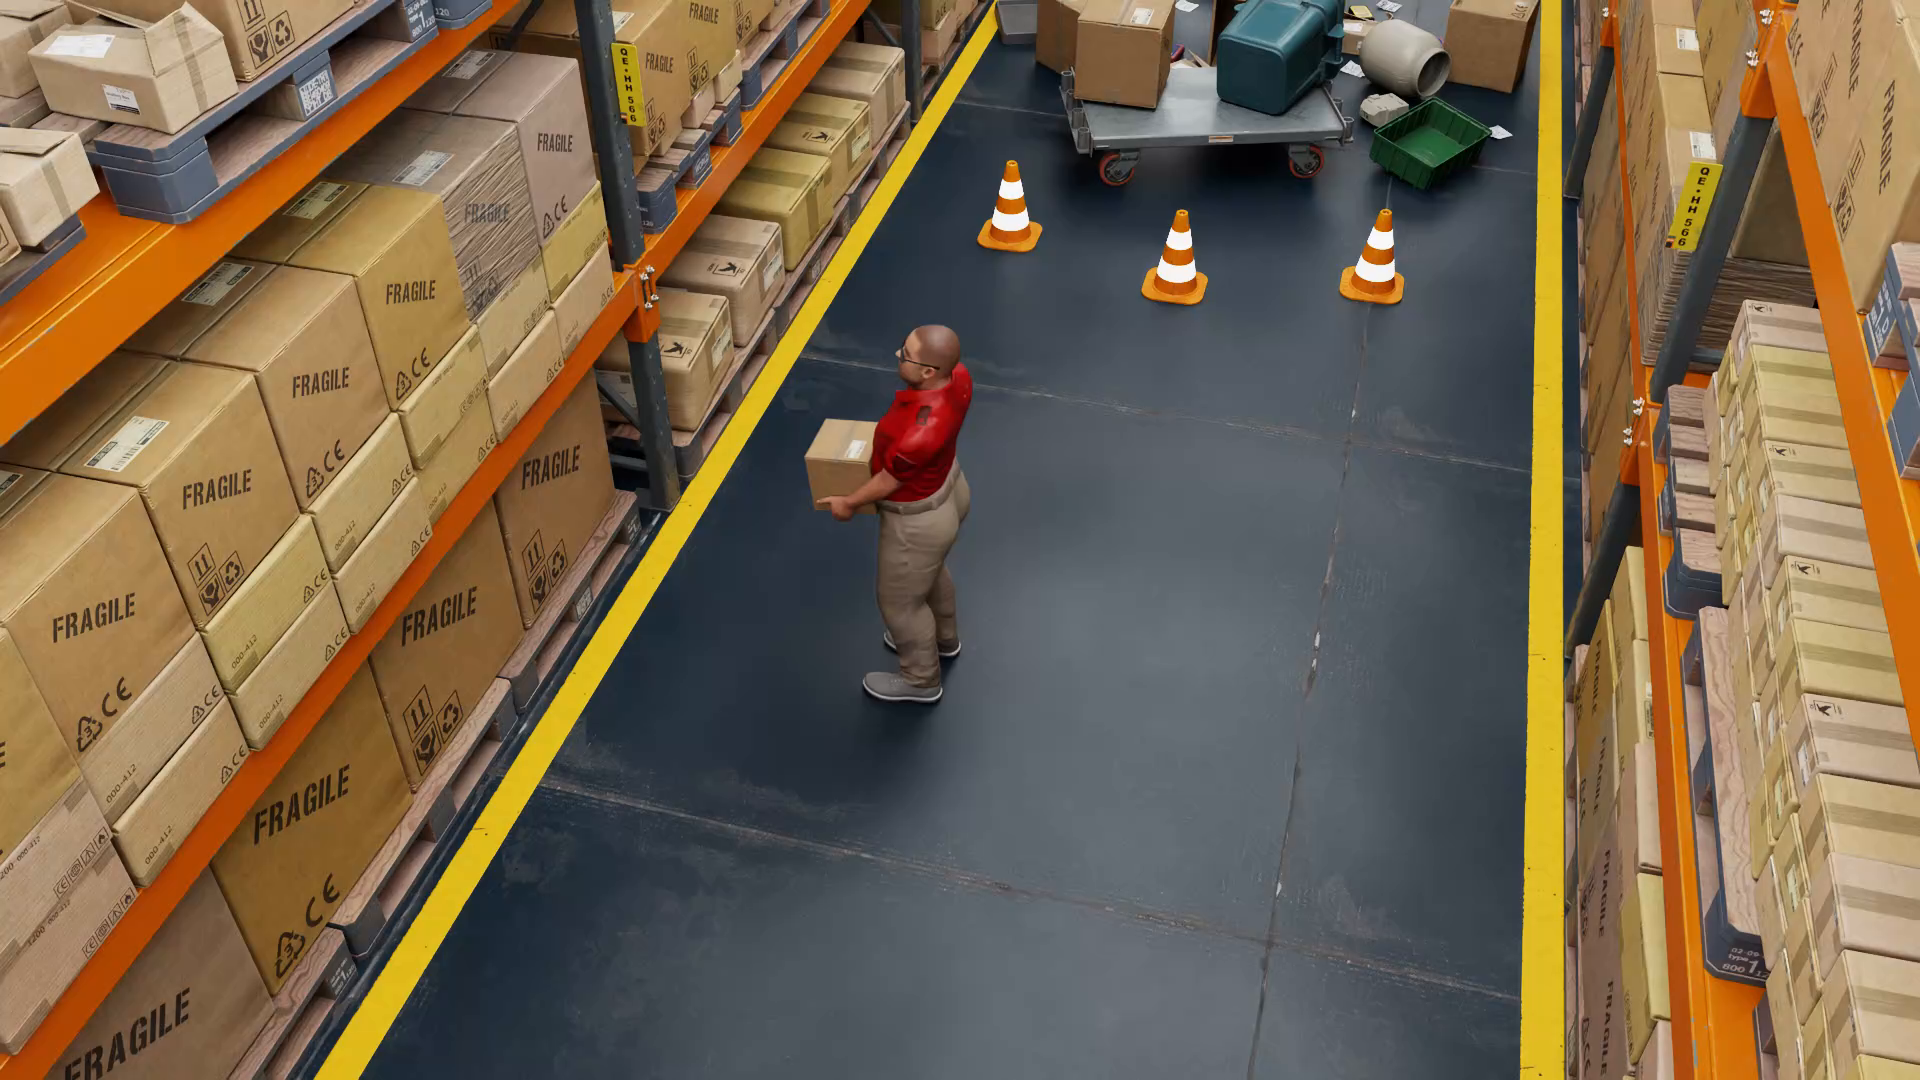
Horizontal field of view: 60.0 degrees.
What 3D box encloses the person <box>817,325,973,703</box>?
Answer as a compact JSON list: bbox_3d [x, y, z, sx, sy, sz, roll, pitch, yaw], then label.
[{"bbox_3d":[-0.248,-0.115,6.312,0.537,1.712,0.493,10,42,11],"label":"person"}]
